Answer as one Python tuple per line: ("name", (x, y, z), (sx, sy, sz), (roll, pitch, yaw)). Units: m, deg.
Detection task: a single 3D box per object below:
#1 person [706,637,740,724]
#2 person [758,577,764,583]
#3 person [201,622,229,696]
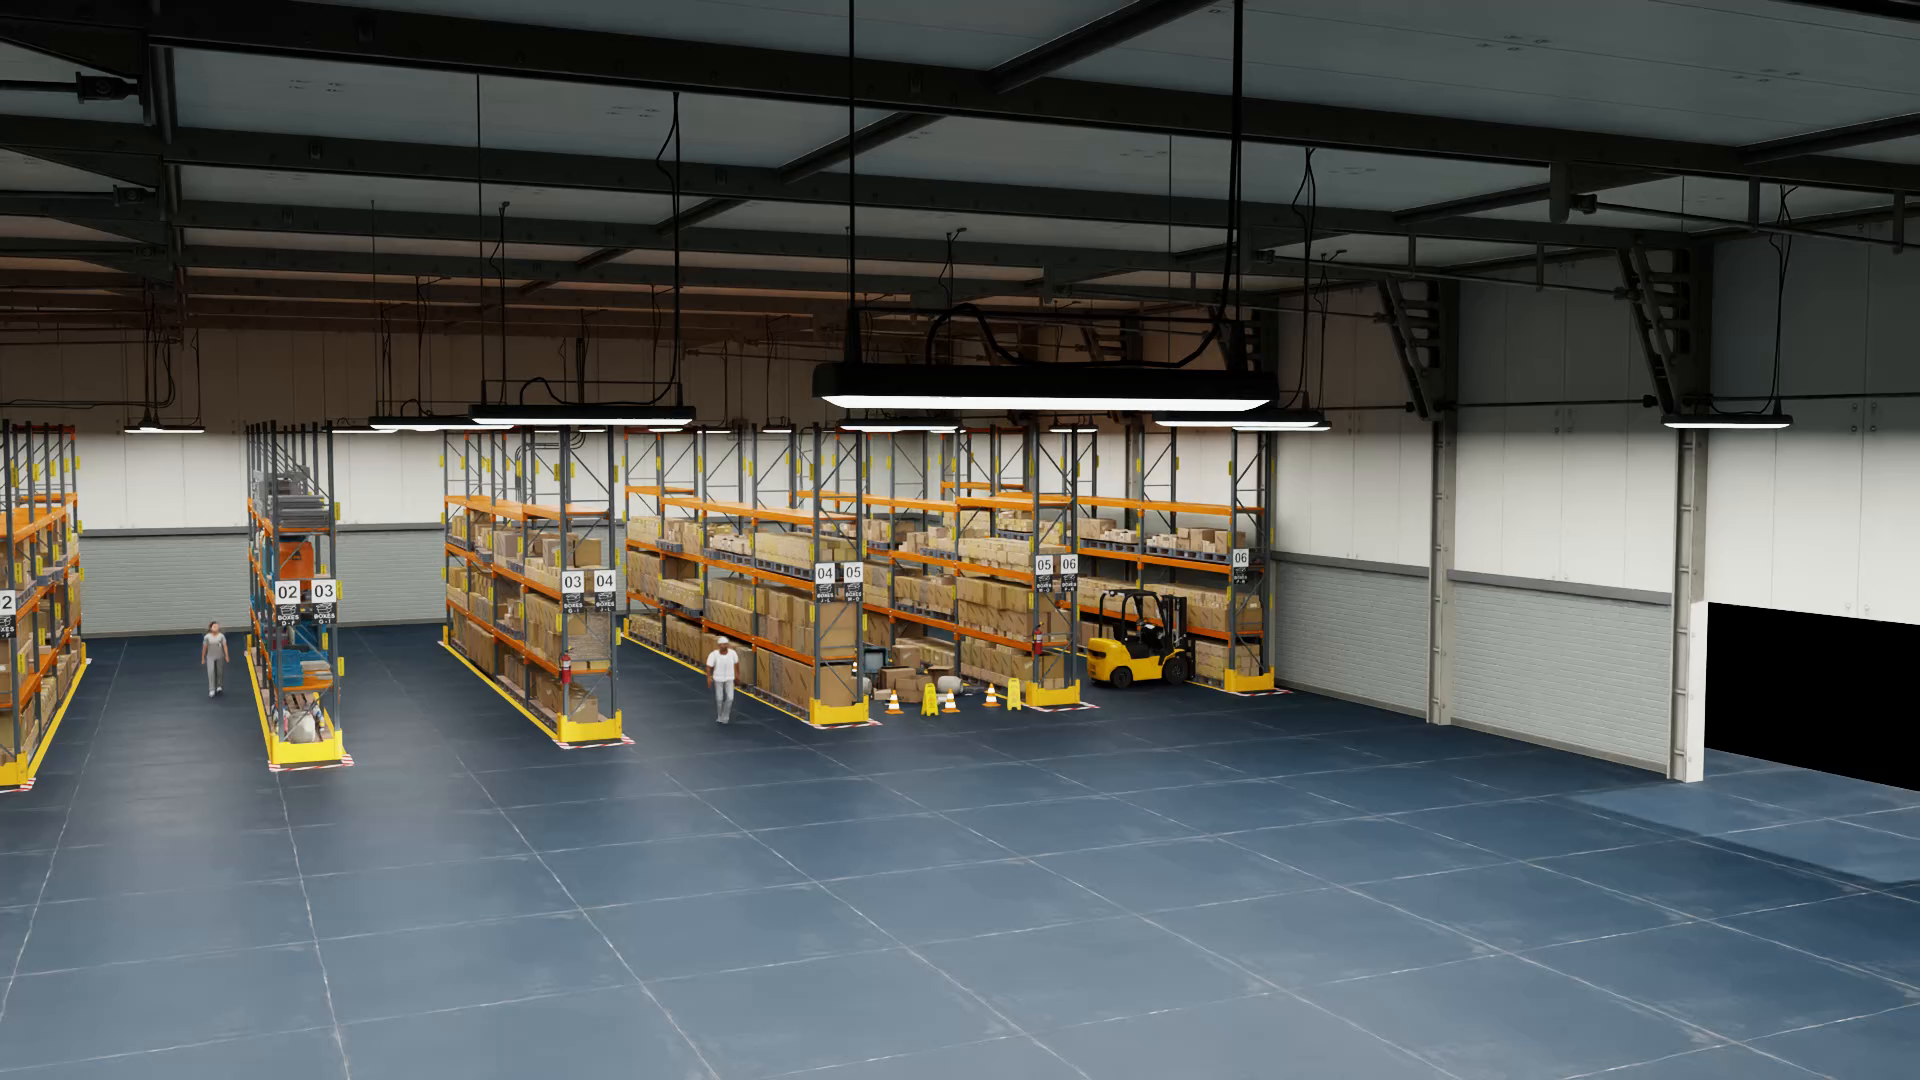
("person", (-4.711, 2.831, 33.144), (0.713, 1.823, 0.659), (-1, 4, -16))
("person", (-5.594, 1.880, 47.251), (0.540, 1.779, 0.637), (1, 4, 13))
("person", (-16.463, 2.603, 36.743), (0.561, 1.604, 1.064), (-1, 4, -22))
